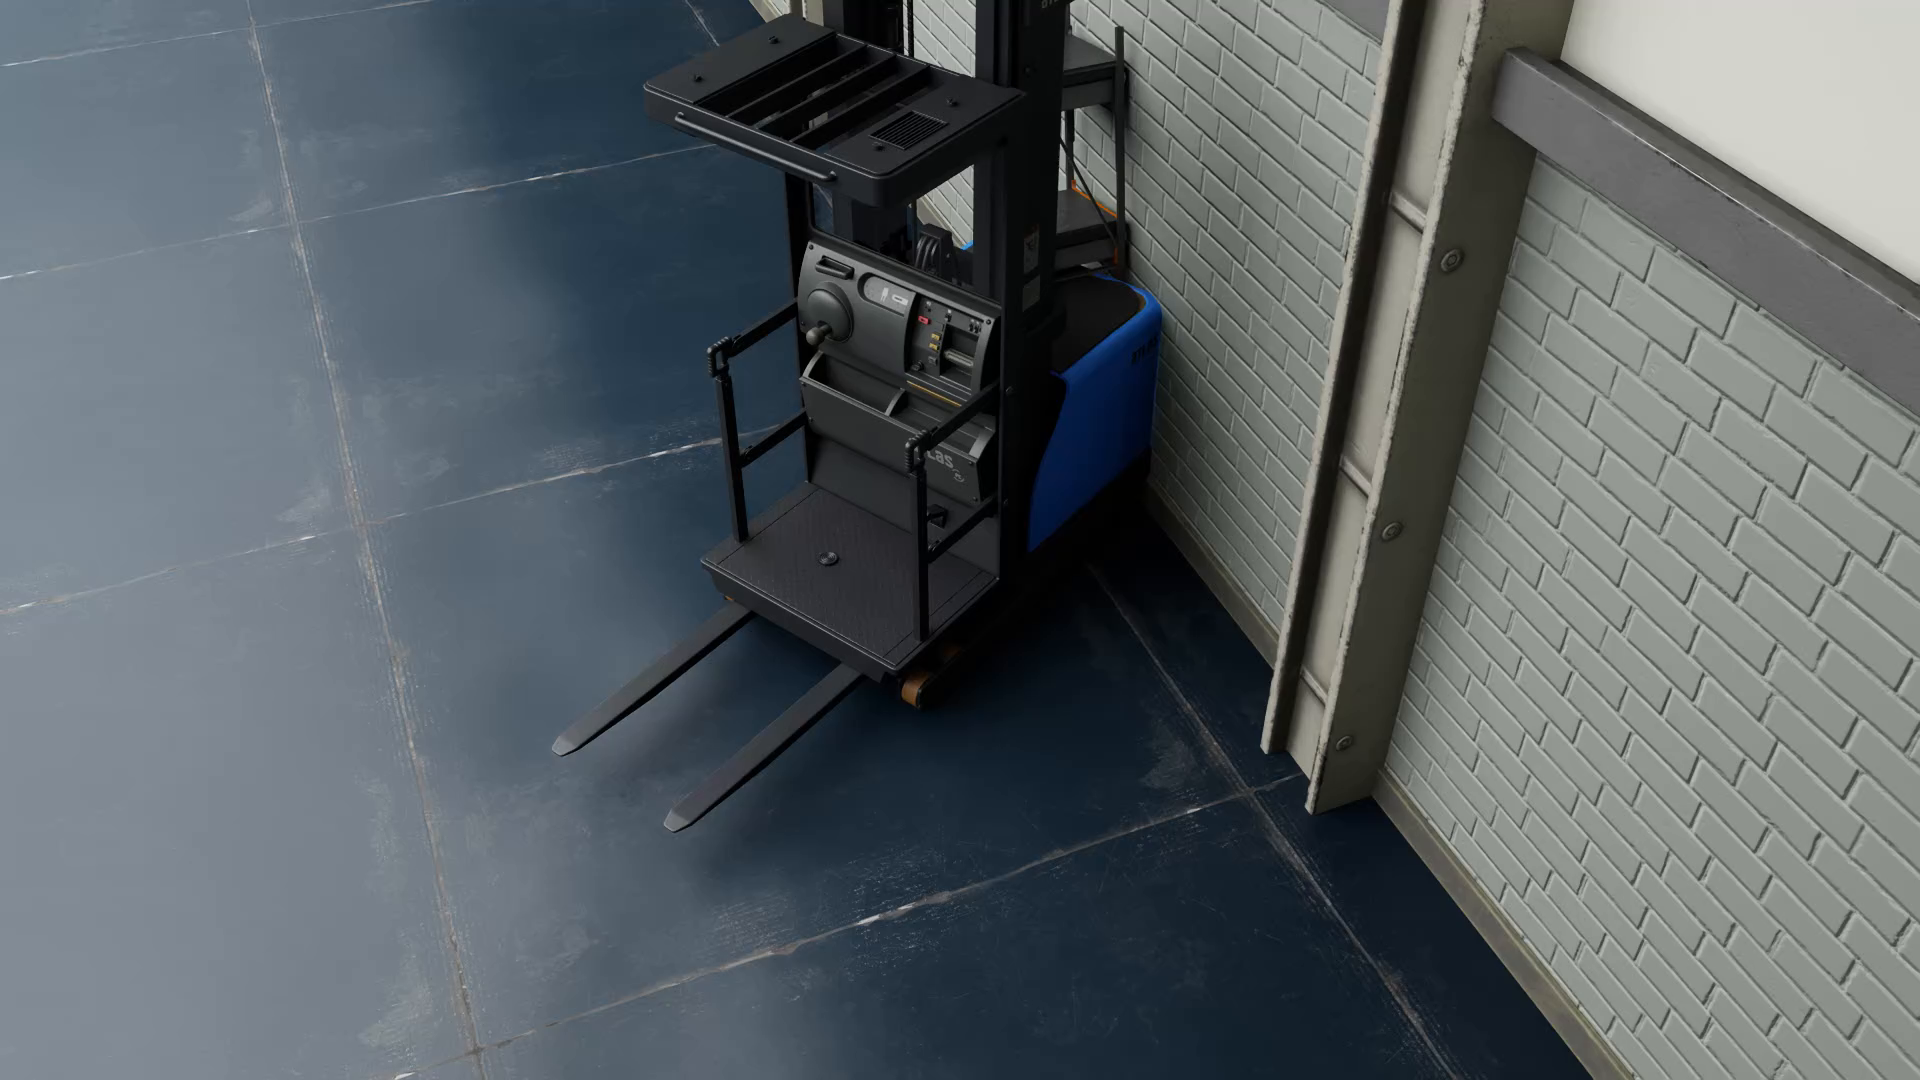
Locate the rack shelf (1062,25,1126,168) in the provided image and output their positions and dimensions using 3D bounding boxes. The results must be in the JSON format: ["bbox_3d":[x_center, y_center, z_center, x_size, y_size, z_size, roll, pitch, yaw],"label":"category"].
[{"bbox_3d":[0.409,-1.863,7.142,0.431,0.518,0.480,-16,34,-18],"label":"rack shelf"}]

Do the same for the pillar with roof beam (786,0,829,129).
[{"bbox_3d":[-4.847,-5.045,6.633,9.100,9.000,0.400,-15,43,-17],"label":"pillar with roof beam"}]

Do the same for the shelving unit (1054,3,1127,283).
[{"bbox_3d":[0.450,-1.283,7.507,0.431,2.100,0.503,-16,34,-18],"label":"shelving unit"}]

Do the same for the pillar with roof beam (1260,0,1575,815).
[{"bbox_3d":[-2.552,-1.430,2.430,9.100,9.000,0.400,-15,43,-17],"label":"pillar with roof beam"}]

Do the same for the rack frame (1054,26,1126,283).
[{"bbox_3d":[0.548,-1.169,7.315,0.400,2.100,0.015,-16,34,-18],"label":"rack frame"}]

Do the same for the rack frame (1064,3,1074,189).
[{"bbox_3d":[0.353,-1.397,7.699,0.400,2.100,0.015,-16,34,-18],"label":"rack frame"}]

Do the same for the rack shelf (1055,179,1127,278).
[{"bbox_3d":[0.451,-1.272,7.514,0.431,0.518,0.480,-16,34,-18],"label":"rack shelf"}]

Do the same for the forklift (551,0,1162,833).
[{"bbox_3d":[-0.385,-0.786,6.335,1.130,2.935,3.031,27,47,28],"label":"forklift"}]
